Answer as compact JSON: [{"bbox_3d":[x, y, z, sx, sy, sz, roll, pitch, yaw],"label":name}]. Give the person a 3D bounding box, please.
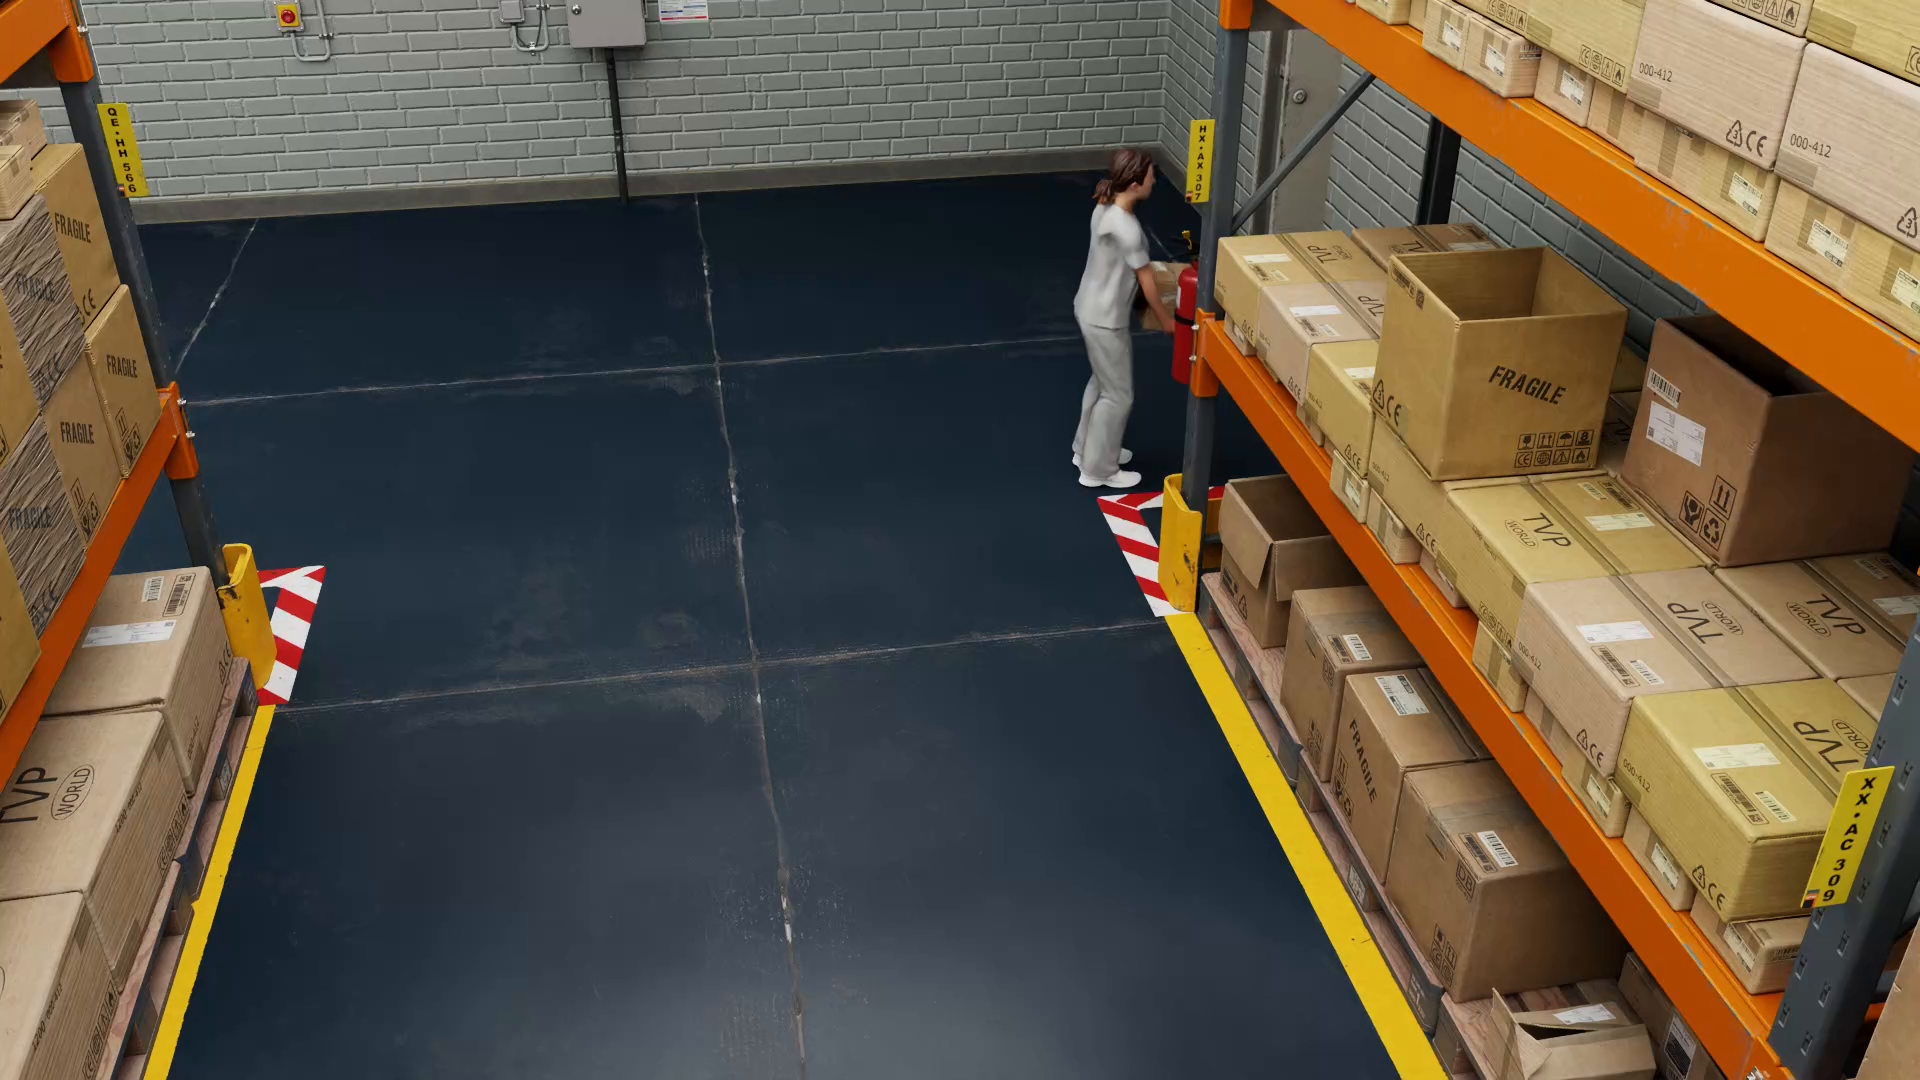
[{"bbox_3d":[0.800,-1.055,7.922,0.512,1.662,0.411,-3,31,-5],"label":"person"}]
